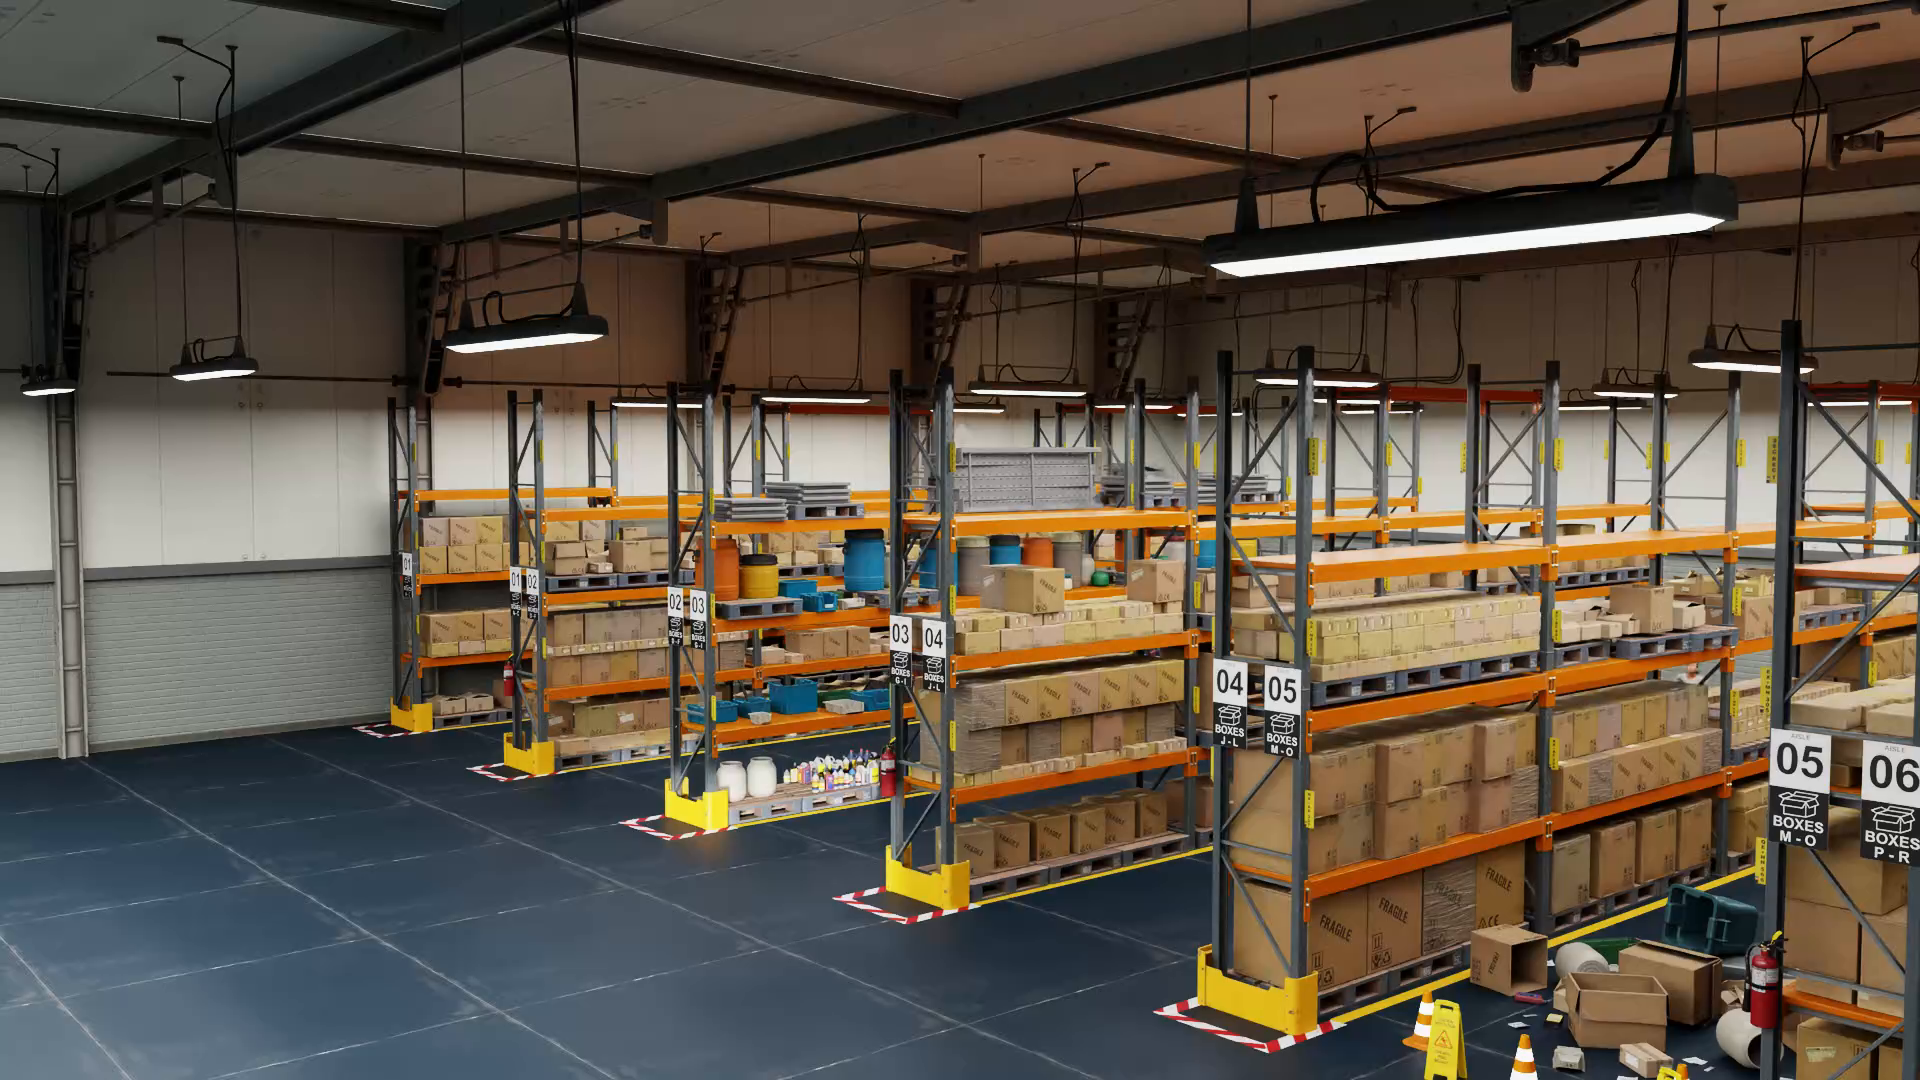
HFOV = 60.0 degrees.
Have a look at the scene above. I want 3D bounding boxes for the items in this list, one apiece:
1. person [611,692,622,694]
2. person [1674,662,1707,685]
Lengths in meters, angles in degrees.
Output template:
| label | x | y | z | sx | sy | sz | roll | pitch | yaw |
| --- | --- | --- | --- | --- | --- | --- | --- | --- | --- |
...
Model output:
| label | x | y | z | sx | sy | sz | roll | pitch | yaw |
| --- | --- | --- | --- | --- | --- | --- | --- | --- | --- |
| person | -6.100 | 2.551 | 29.892 | 0.667 | 1.746 | 0.633 | 2 | 4 | 34 |
| person | 11.879 | 2.747 | 27.124 | 0.596 | 1.639 | 0.699 | 2 | 4 | 35 |
